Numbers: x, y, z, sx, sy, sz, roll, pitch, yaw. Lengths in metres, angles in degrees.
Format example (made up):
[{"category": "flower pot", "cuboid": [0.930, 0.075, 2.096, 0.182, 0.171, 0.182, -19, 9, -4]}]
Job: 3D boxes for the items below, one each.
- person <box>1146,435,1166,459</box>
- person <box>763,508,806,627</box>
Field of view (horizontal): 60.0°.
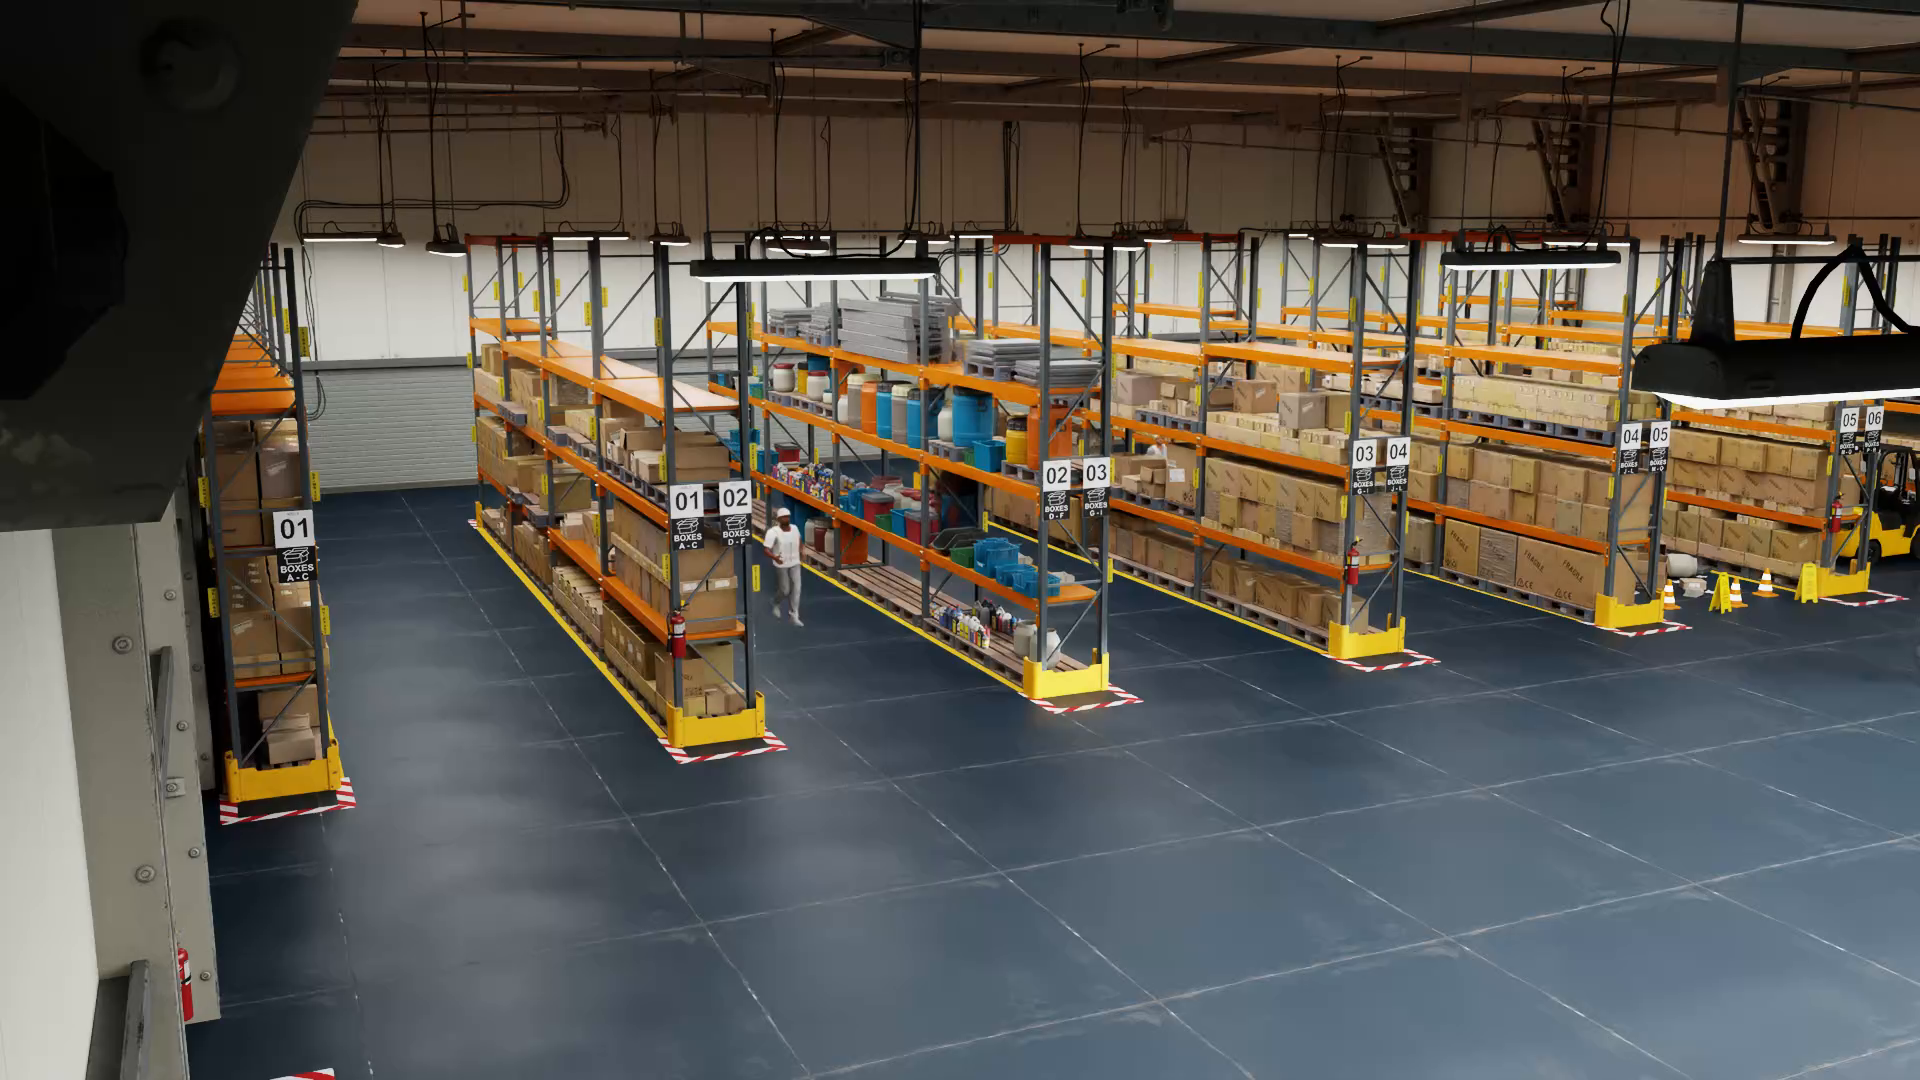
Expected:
[{"category": "person", "cuboid": [4.337, -1.443, 35.956, 0.668, 1.785, 0.724, -3, 12, -17]}, {"category": "person", "cuboid": [-2.604, 0.386, 25.118, 0.712, 1.761, 0.793, -7, 13, -33]}]
